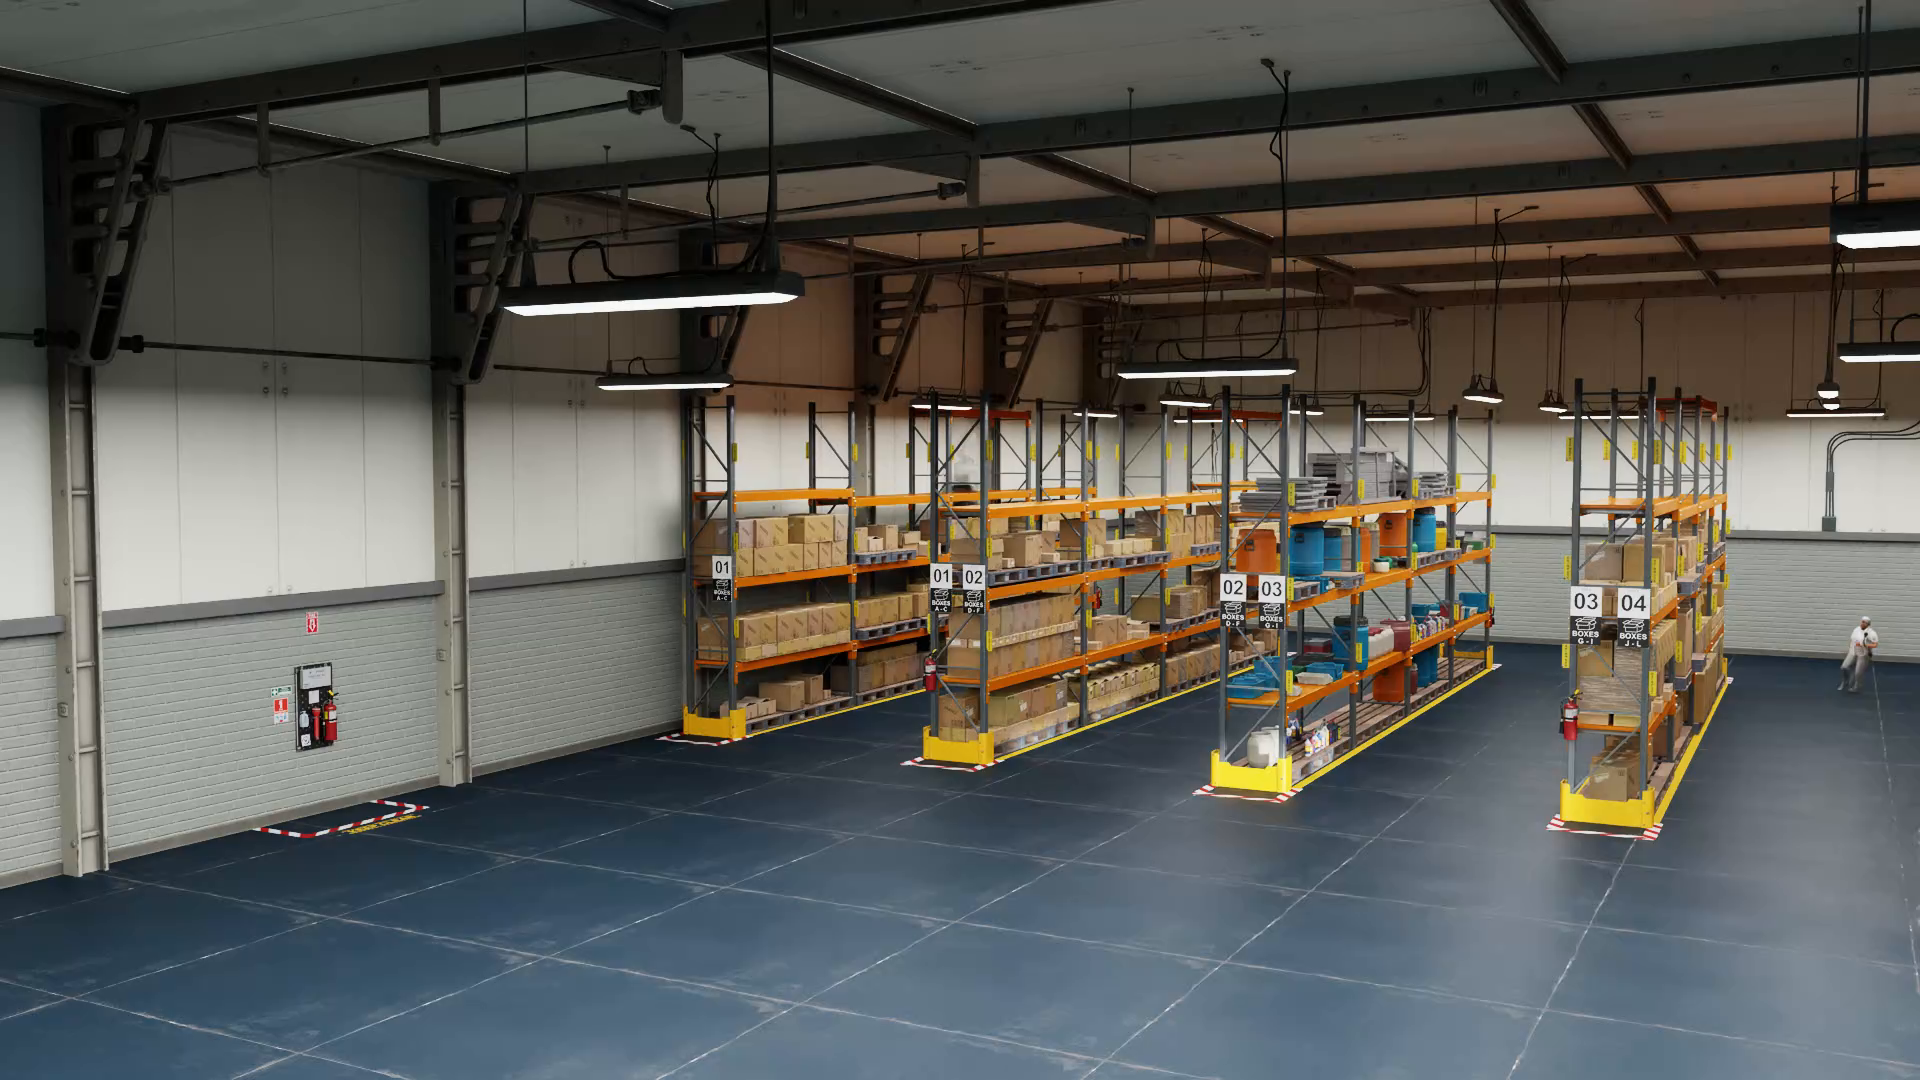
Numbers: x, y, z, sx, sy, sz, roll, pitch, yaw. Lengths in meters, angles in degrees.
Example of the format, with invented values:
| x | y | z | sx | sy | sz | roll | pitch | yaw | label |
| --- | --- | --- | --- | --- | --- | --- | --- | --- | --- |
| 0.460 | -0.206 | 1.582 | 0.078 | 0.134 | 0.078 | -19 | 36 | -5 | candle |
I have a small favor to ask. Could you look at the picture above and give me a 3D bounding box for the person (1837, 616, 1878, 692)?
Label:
| x | y | z | sx | sy | sz | roll | pitch | yaw | label |
| --- | --- | --- | --- | --- | --- | --- | --- | --- | --- |
| 18.682 | 2.386 | 34.530 | 0.650 | 1.605 | 0.715 | -2 | 4 | -35 | person |
